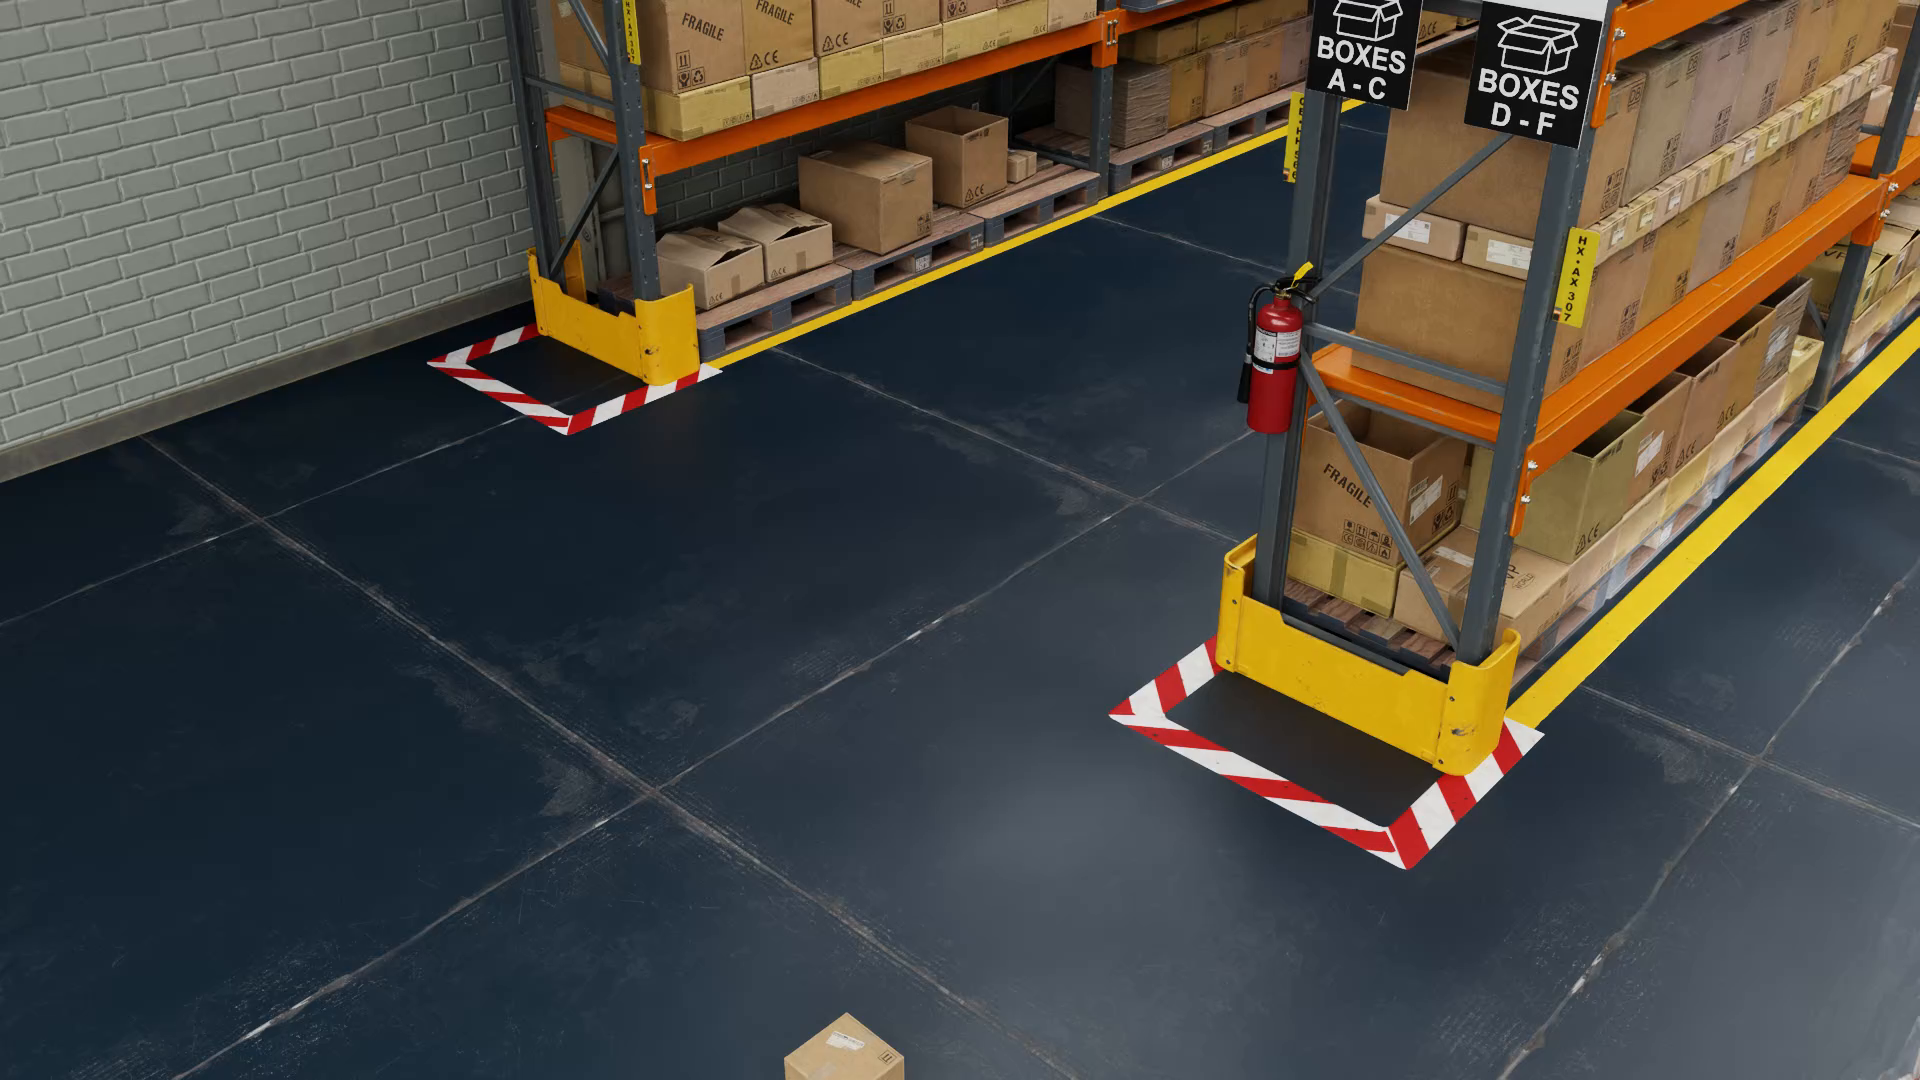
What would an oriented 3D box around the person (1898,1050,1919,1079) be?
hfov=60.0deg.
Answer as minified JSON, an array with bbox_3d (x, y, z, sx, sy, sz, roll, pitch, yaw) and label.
[{"bbox_3d":[2.436,1.349,3.885,1.108,1.739,0.555,17,35,27],"label":"person"}]
